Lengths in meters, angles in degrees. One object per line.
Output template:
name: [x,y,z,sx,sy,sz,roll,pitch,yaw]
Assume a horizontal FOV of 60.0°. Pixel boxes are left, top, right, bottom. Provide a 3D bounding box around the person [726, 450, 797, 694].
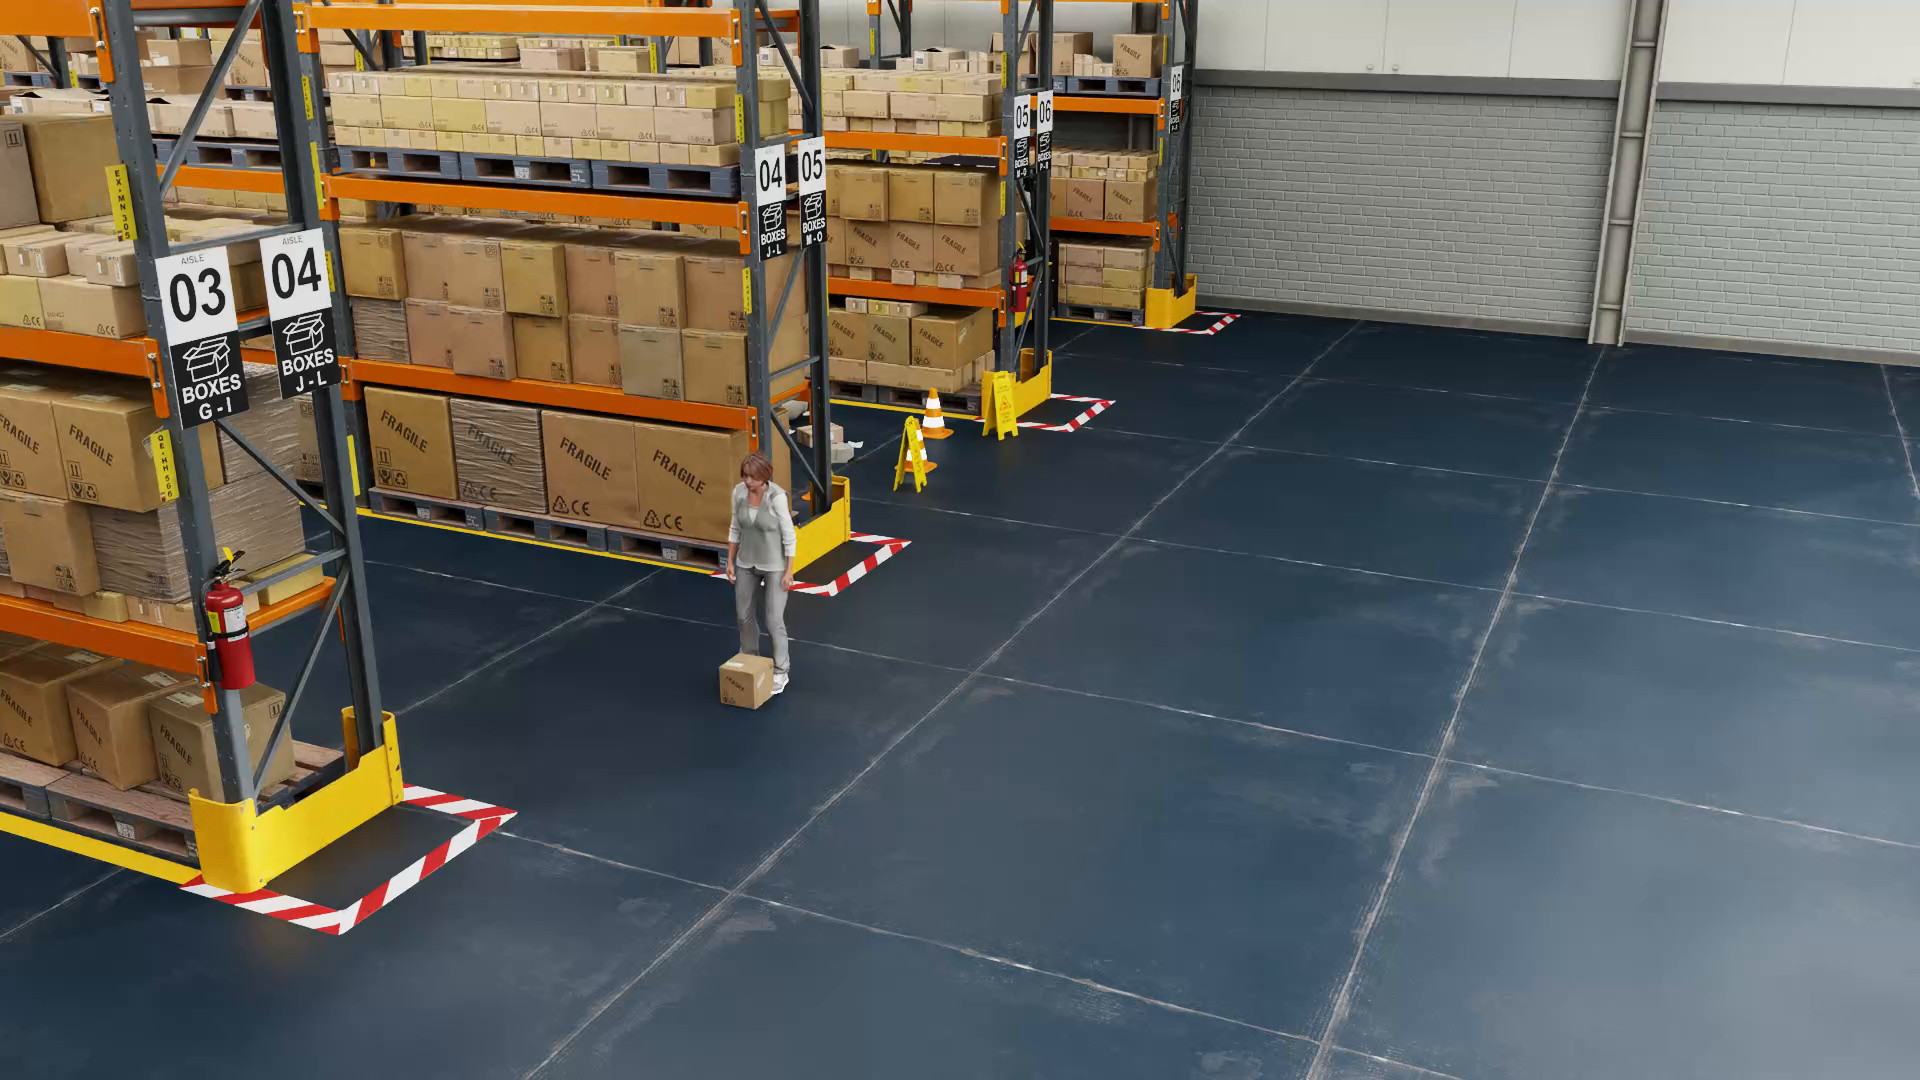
person: [-1.259,0.188,10.548,0.482,1.594,0.342,8,21,21]
